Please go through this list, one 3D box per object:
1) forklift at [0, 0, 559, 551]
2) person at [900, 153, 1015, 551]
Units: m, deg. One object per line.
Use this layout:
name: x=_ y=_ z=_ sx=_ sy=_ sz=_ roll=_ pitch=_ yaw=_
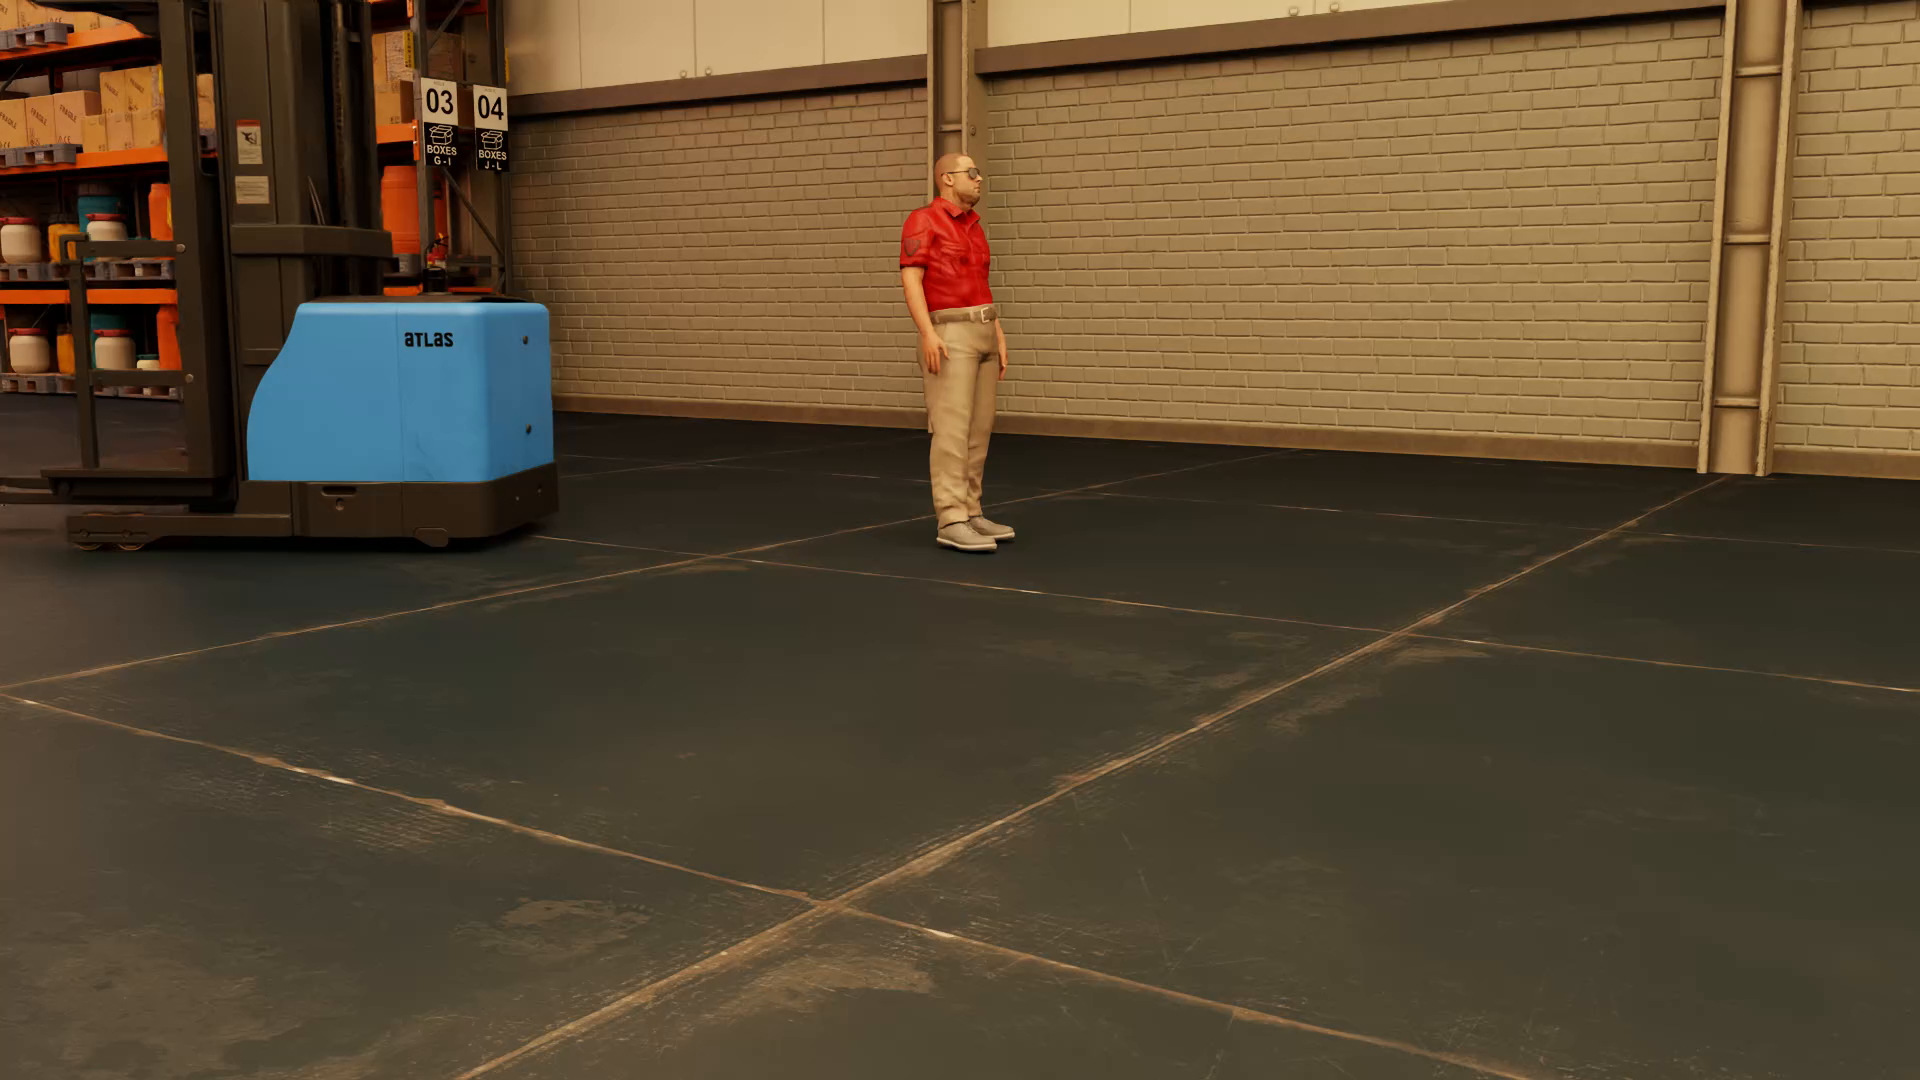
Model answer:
forklift: x=-3.494 y=-1.476 z=7.575 sx=3.031 sy=2.935 sz=1.130 roll=1 pitch=8 yaw=4
person: x=0.068 y=-0.854 z=7.421 sx=0.551 sy=1.727 sz=0.640 roll=5 pitch=10 yaw=34
